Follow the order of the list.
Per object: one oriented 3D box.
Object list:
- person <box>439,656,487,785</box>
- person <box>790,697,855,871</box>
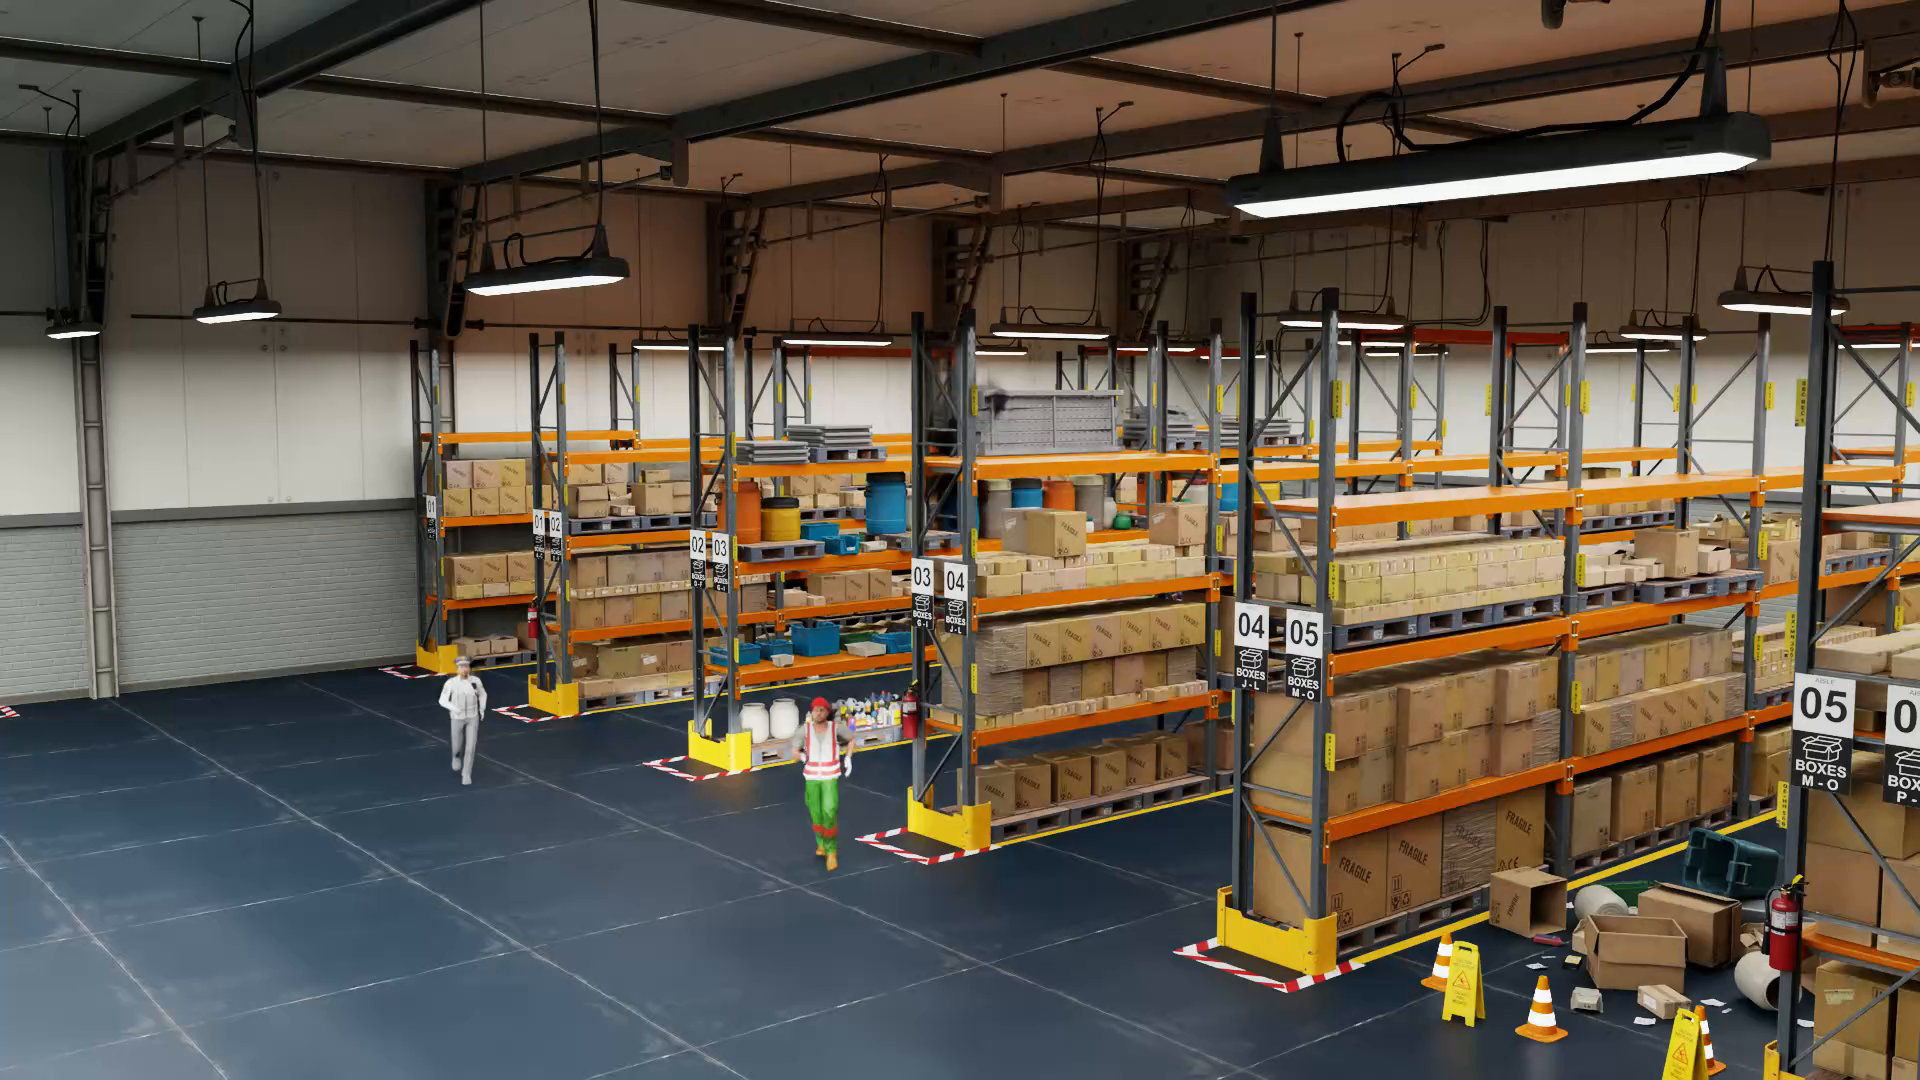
[{"bbox_3d":[-6.484,2.325,21.756,0.622,1.657,0.690,-2,6,-25],"label":"person"},{"bbox_3d":[-1.503,2.610,17.976,0.674,1.838,0.726,0,5,5],"label":"person"}]
